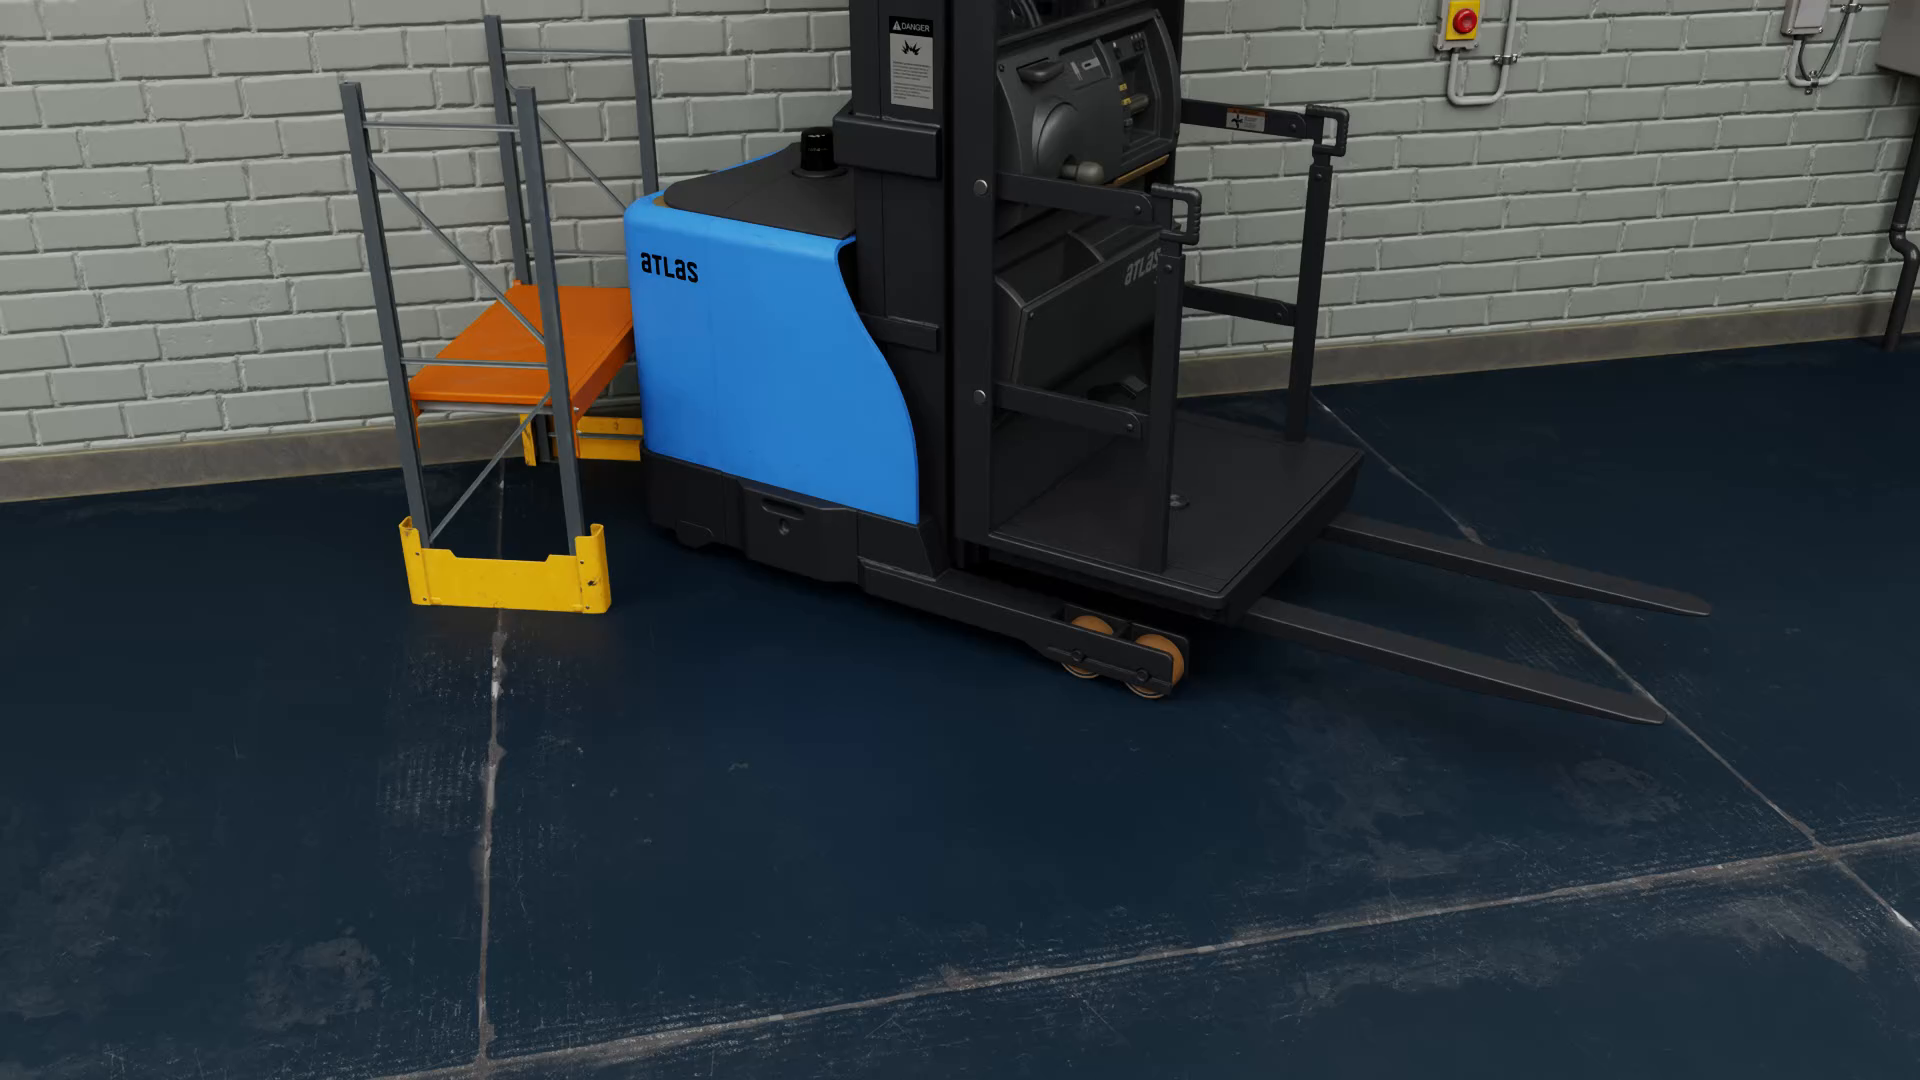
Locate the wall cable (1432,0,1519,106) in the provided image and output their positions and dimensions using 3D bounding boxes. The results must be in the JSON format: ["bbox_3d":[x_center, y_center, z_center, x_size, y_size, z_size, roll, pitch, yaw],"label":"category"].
[{"bbox_3d":[1.746,-2.425,5.564,0.585,1.953,0.123,-6,27,-12],"label":"wall cable"}]

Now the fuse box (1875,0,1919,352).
[{"bbox_3d":[3.825,-1.532,6.386,0.539,1.711,0.414,-6,27,-12],"label":"fuse box"}]

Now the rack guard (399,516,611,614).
[{"bbox_3d":[-1.318,0.071,4.831,0.587,0.250,0.087,3,27,5],"label":"rack guard"}]

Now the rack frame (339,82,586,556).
[{"bbox_3d":[-1.320,-0.478,4.532,0.500,1.500,0.032,3,27,5],"label":"rack frame"}]

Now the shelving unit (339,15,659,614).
[{"bbox_3d":[-1.266,-0.710,4.992,0.587,1.500,1.083,3,27,5],"label":"shelving unit"}]

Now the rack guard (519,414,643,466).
[{"bbox_3d":[-1.214,-0.375,5.715,0.587,0.250,0.087,3,27,5],"label":"rack guard"}]

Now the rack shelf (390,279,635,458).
[{"bbox_3d":[-1.267,-0.545,5.065,0.538,0.185,1.000,3,27,5],"label":"rack shelf"}]

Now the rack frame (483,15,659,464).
[{"bbox_3d":[-1.214,-0.933,5.435,0.500,1.500,0.032,3,27,5],"label":"rack frame"}]

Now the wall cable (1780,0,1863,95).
[{"bbox_3d":[3.125,-2.560,5.866,0.588,1.984,0.122,-6,27,-12],"label":"wall cable"}]

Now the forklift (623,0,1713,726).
[{"bbox_3d":[0.531,-1.162,4.299,3.031,2.935,1.130,15,31,28],"label":"forklift"}]
